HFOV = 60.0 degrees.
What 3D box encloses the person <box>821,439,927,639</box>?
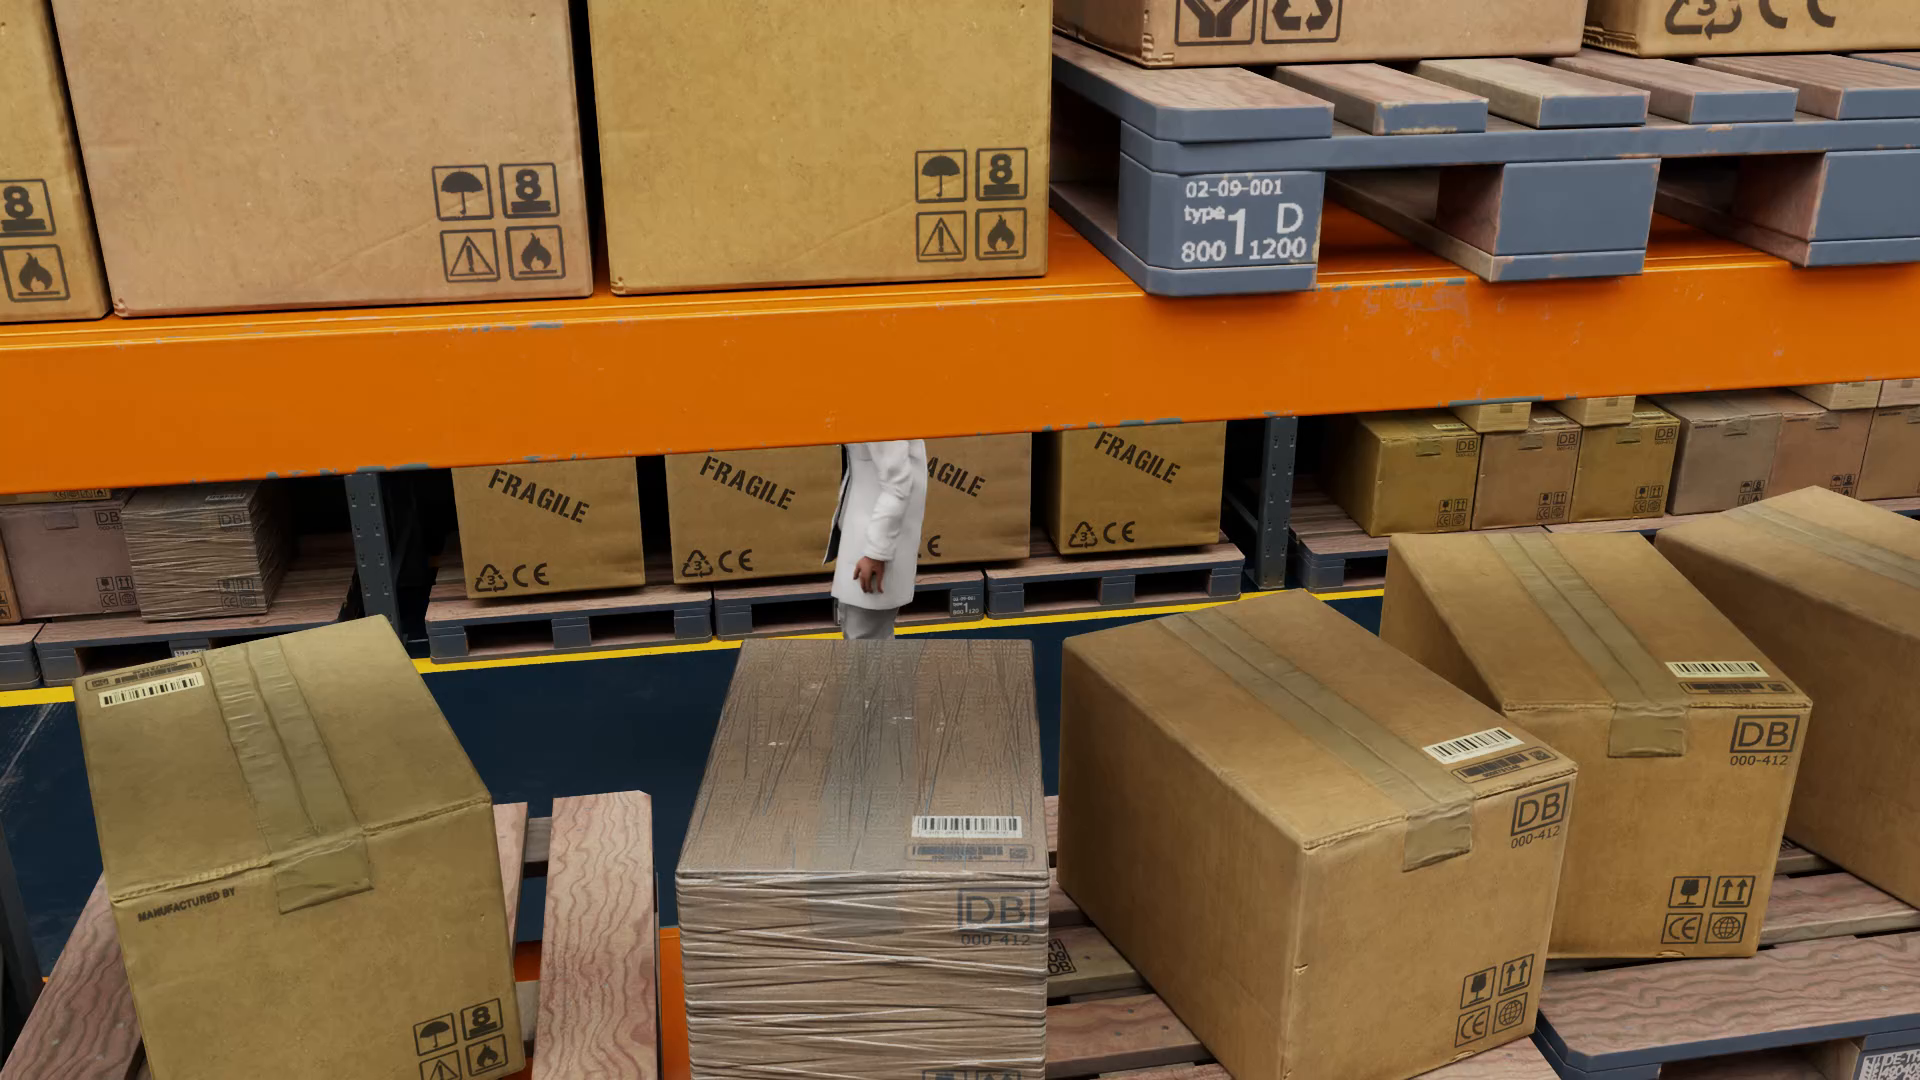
[{"bbox_3d":[-0.339,-0.033,6.193,0.425,1.773,0.644,-5,24,-12],"label":"person"}]
